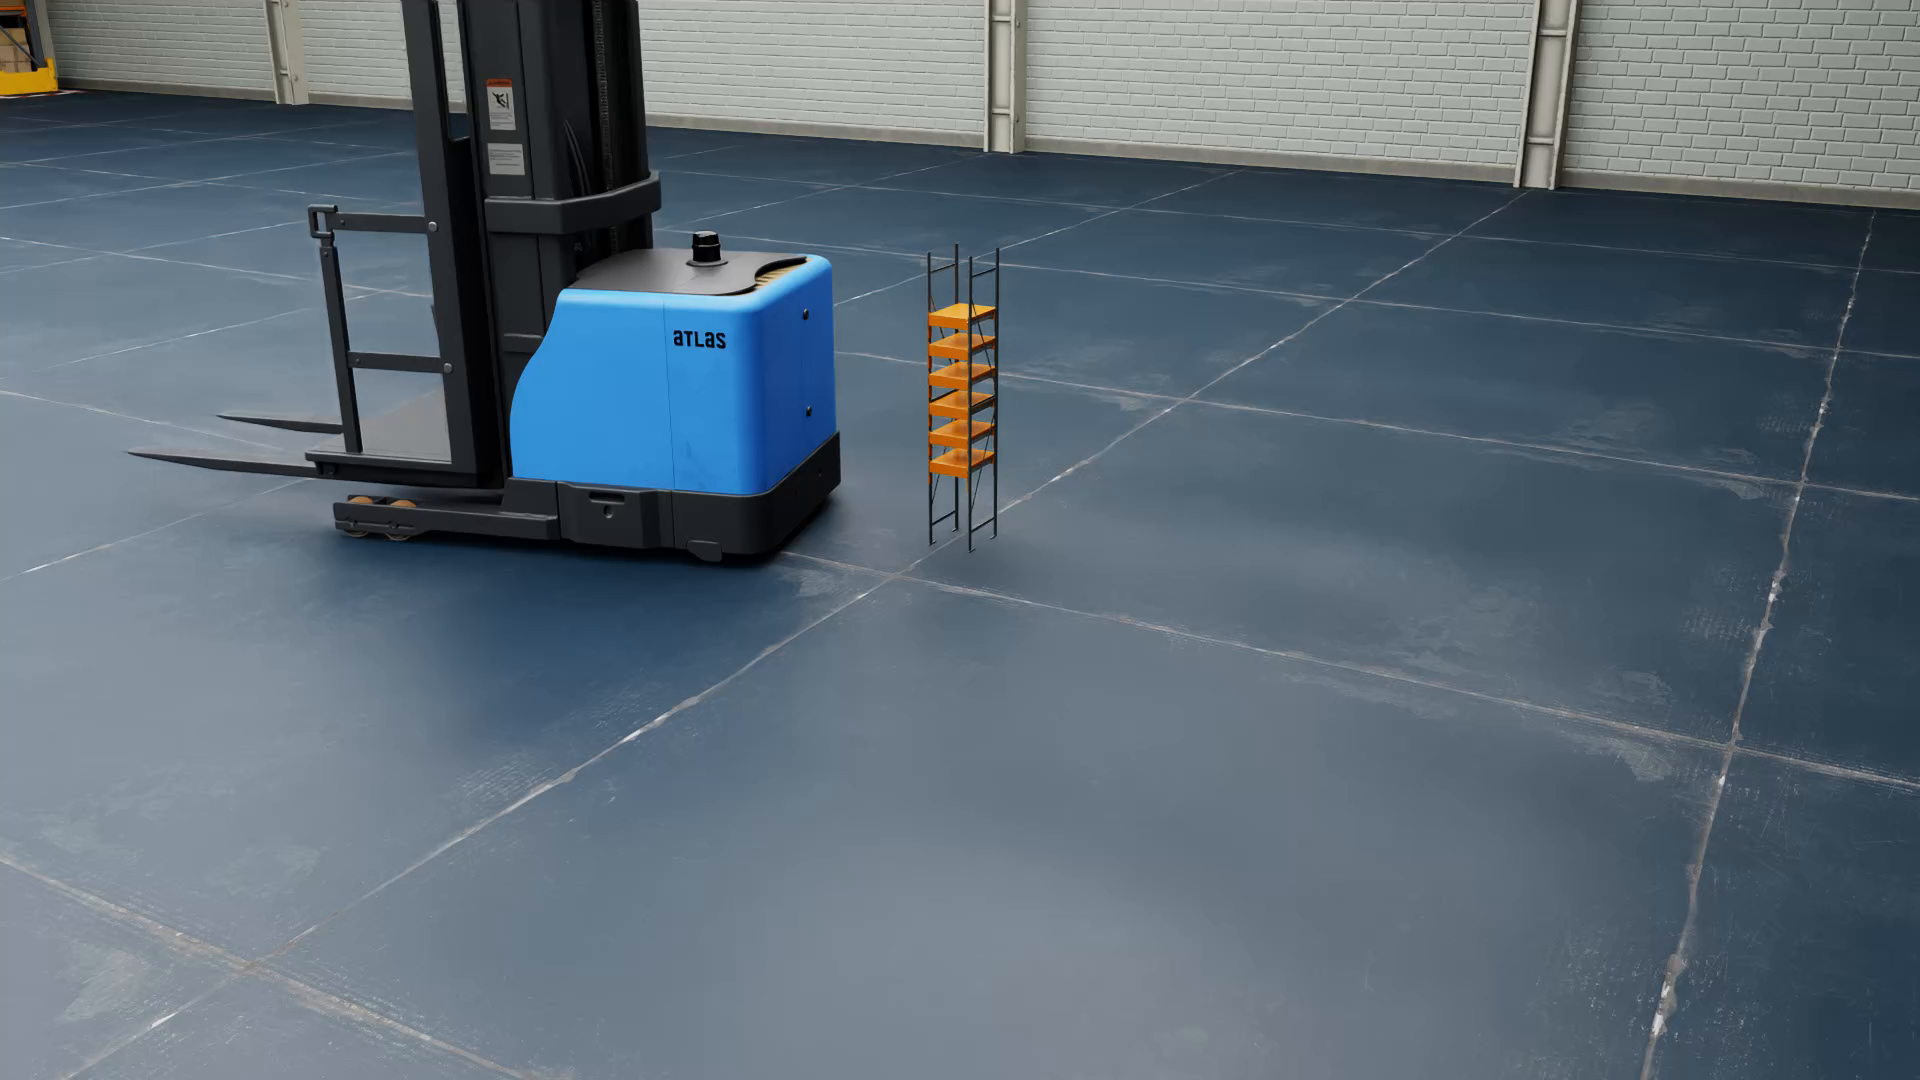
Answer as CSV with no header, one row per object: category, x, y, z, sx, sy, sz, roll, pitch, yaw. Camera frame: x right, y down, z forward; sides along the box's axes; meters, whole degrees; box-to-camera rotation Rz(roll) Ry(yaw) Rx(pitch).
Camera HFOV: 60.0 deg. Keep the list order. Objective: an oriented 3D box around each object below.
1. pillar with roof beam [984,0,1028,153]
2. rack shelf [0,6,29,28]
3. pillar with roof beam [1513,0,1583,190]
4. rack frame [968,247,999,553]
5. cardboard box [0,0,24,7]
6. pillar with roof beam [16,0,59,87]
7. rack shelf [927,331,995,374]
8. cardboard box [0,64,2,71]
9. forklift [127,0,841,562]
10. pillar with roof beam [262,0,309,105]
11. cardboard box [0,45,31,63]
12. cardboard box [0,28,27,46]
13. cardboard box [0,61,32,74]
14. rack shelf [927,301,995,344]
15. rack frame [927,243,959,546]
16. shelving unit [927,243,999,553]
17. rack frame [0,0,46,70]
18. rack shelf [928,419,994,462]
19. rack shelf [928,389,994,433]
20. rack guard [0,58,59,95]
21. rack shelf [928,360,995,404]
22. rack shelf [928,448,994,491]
pillar with roof beam,-1.580,-7.476,14.279,0.400,9.000,9.100,11,23,27
rack shelf,-16.773,-8.541,27.068,4.000,0.370,1.077,11,23,27
pillar with roof beam,3.658,-6.479,11.529,0.400,9.000,9.100,11,23,27
rack frame,0.093,-0.546,6.612,0.006,1.200,0.240,11,23,27
cardboard box,-15.324,-8.759,26.467,0.500,0.500,0.500,12,23,29
pillar with roof beam,-17.295,-10.470,22.532,0.400,9.000,9.100,11,23,27
rack shelf,0.013,-0.745,6.587,0.180,0.103,0.258,11,23,27
cardboard box,-15.591,-7.436,26.382,0.500,0.250,0.500,11,23,28
forklift,-2.101,-1.542,6.817,3.031,2.935,1.130,5,20,13
pillar with roof beam,-12.057,-9.472,19.781,0.400,9.000,9.100,11,23,27
cardboard box,-15.336,-7.827,26.727,0.500,0.250,0.500,11,23,28
cardboard box,-15.354,-8.058,26.631,0.500,0.250,0.500,10,22,26
cardboard box,-15.360,-7.592,26.812,0.500,0.250,0.500,11,23,28
rack shelf,0.013,-0.858,6.546,0.180,0.103,0.258,11,23,27
rack frame,-0.067,-0.577,6.696,0.006,1.200,0.240,11,23,27
shelving unit,0.013,-0.562,6.654,0.189,1.200,0.258,11,23,27
rack frame,-15.027,-8.547,26.029,0.127,3.000,1.000,11,23,27
rack shelf,0.013,-0.407,6.710,0.180,0.103,0.258,11,23,27
rack shelf,0.013,-0.520,6.669,0.180,0.103,0.258,11,23,27
rack guard,-15.006,-7.368,26.444,0.348,0.500,1.175,11,23,27
rack shelf,0.013,-0.633,6.628,0.180,0.103,0.258,11,23,27
rack shelf,0.013,-0.294,6.751,0.180,0.103,0.258,11,23,27
